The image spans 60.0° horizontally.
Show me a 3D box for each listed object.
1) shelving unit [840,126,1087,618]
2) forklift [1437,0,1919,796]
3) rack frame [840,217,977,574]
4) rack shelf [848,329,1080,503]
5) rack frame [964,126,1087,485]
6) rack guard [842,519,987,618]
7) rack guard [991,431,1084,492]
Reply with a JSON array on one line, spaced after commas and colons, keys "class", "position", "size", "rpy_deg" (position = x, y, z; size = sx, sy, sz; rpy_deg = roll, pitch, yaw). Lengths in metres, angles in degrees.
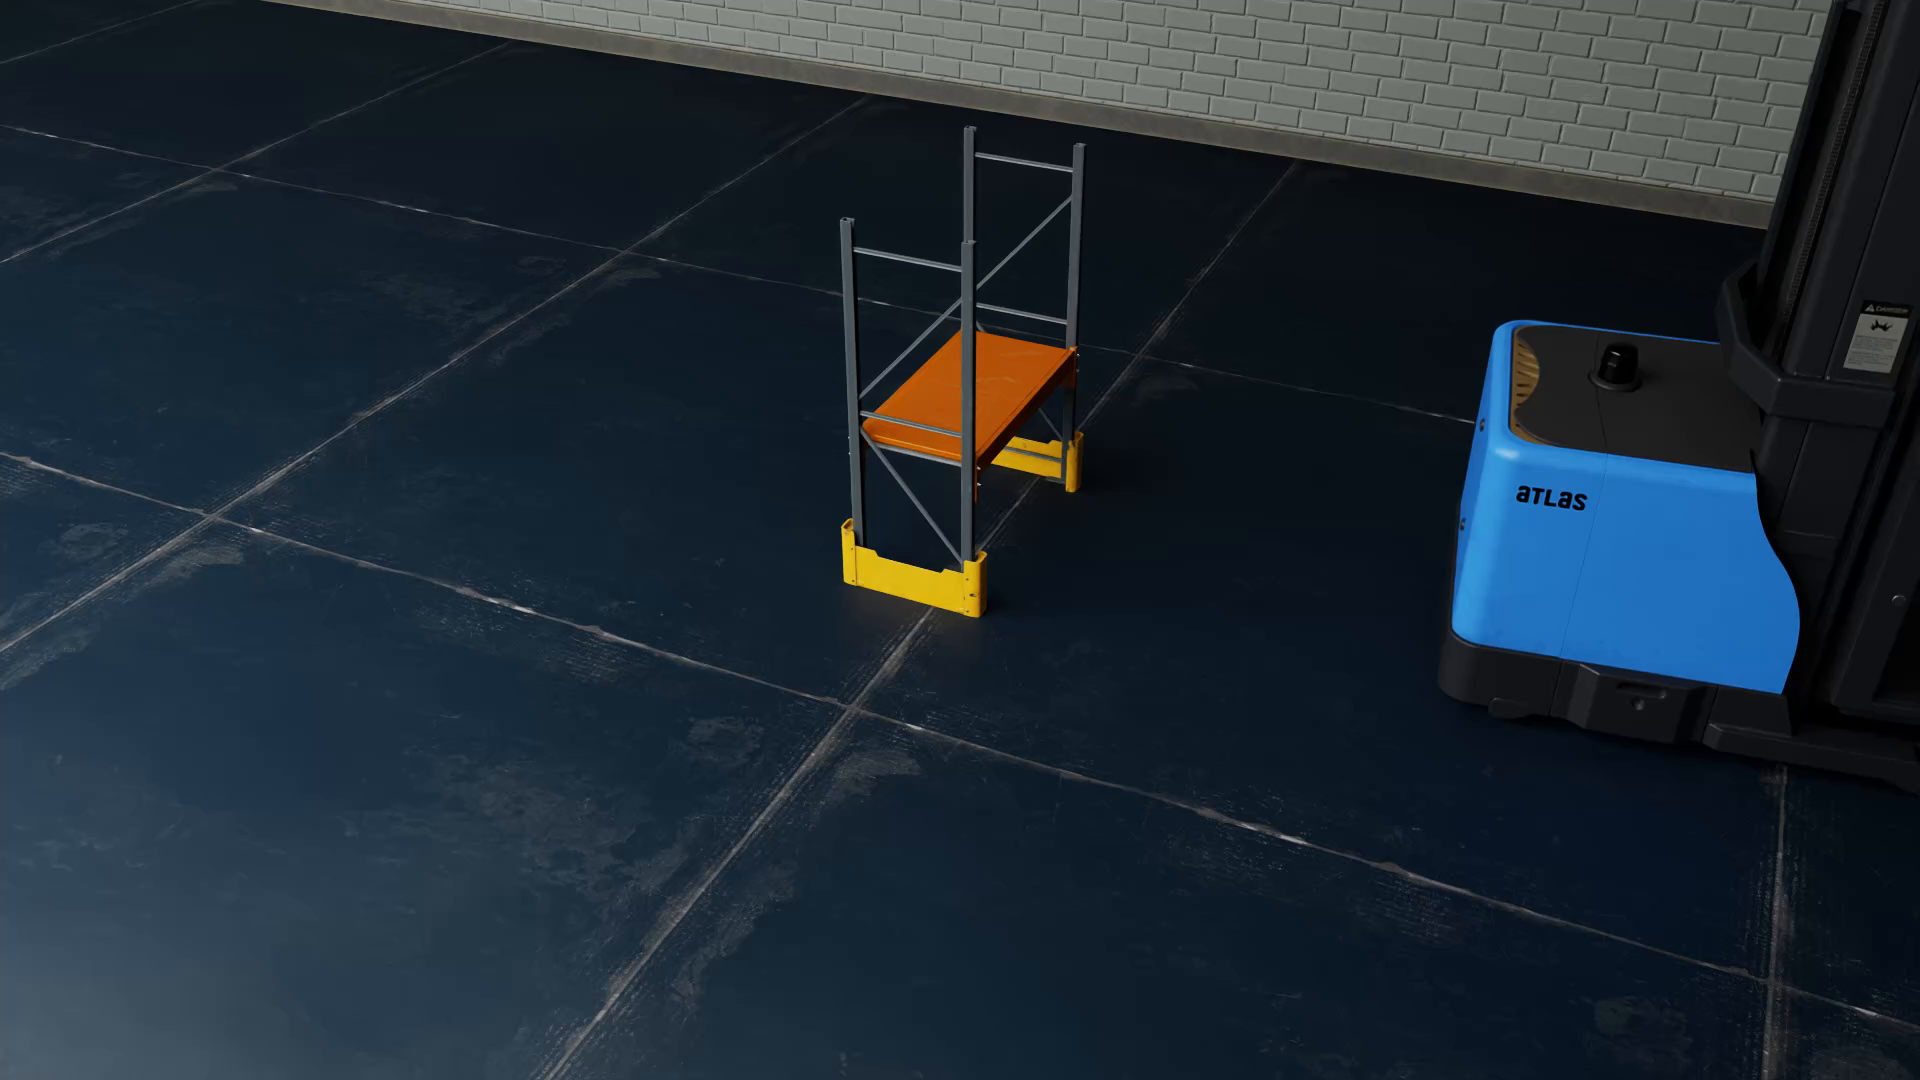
[{"class": "shelving unit", "position": [0.032, -0.665, 6.397], "size": [0.587, 1.500, 1.083], "rpy_deg": [14, 36, 20]}, {"class": "forklift", "position": [3.254, -0.660, 5.084], "size": [3.031, 2.935, 1.130], "rpy_deg": [9, 34, 14]}, {"class": "rack frame", "position": [-0.177, -0.417, 6.017], "size": [0.500, 1.500, 0.032], "rpy_deg": [14, 36, 20]}, {"class": "rack shelf", "position": [0.036, -0.519, 6.502], "size": [0.538, 0.185, 1.000], "rpy_deg": [14, 36, 20]}, {"class": "rack frame", "position": [0.248, -0.923, 6.790], "size": [0.500, 1.500, 0.032], "rpy_deg": [14, 36, 20]}, {"class": "rack guard", "position": [-0.176, 0.106, 6.361], "size": [0.587, 0.250, 0.087], "rpy_deg": [14, 36, 20]}, {"class": "rack guard", "position": [0.240, -0.391, 7.118], "size": [0.587, 0.250, 0.087], "rpy_deg": [14, 36, 20]}]
